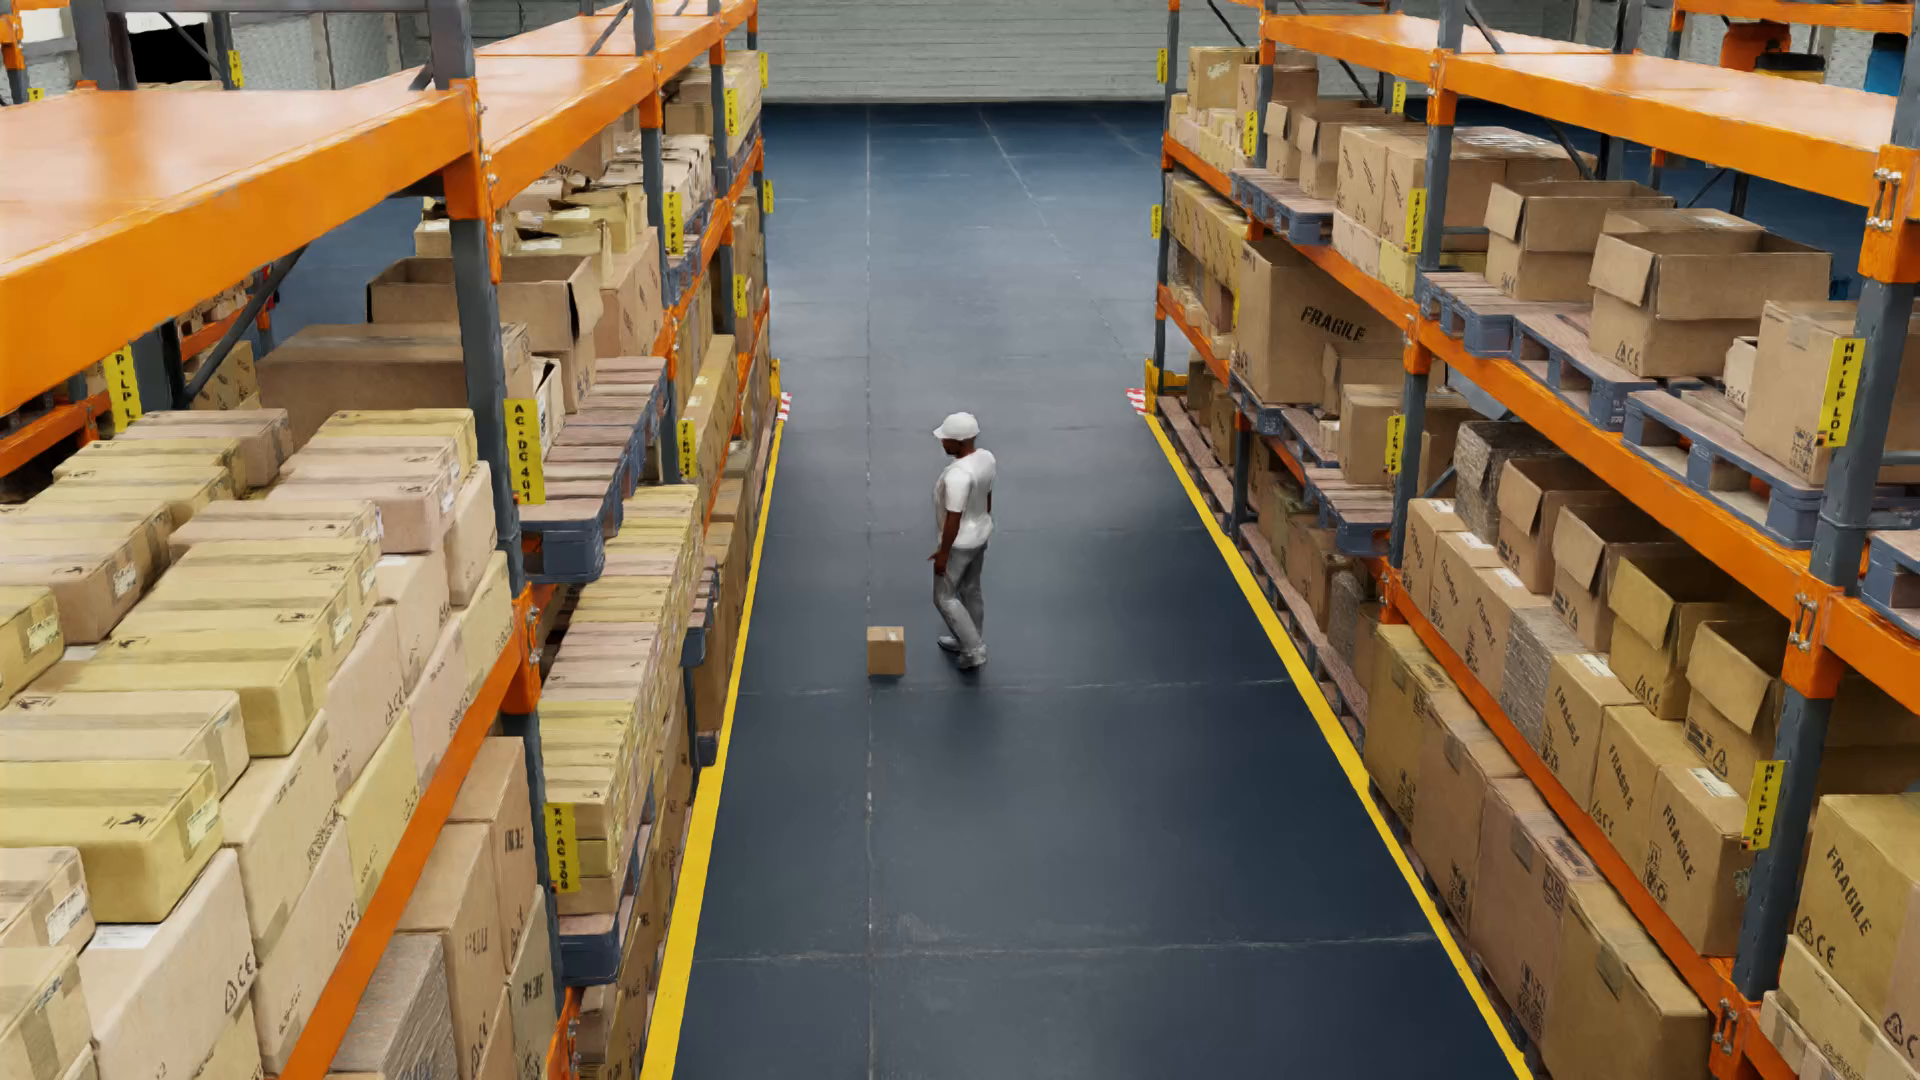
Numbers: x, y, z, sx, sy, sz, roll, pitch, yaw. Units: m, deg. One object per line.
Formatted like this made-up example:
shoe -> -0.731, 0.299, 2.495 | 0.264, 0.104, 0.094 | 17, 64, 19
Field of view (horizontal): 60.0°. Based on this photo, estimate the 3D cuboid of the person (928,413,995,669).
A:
person -> 0.026, -0.006, 11.068 | 0.523, 1.763, 0.627 | 10, 22, 24
